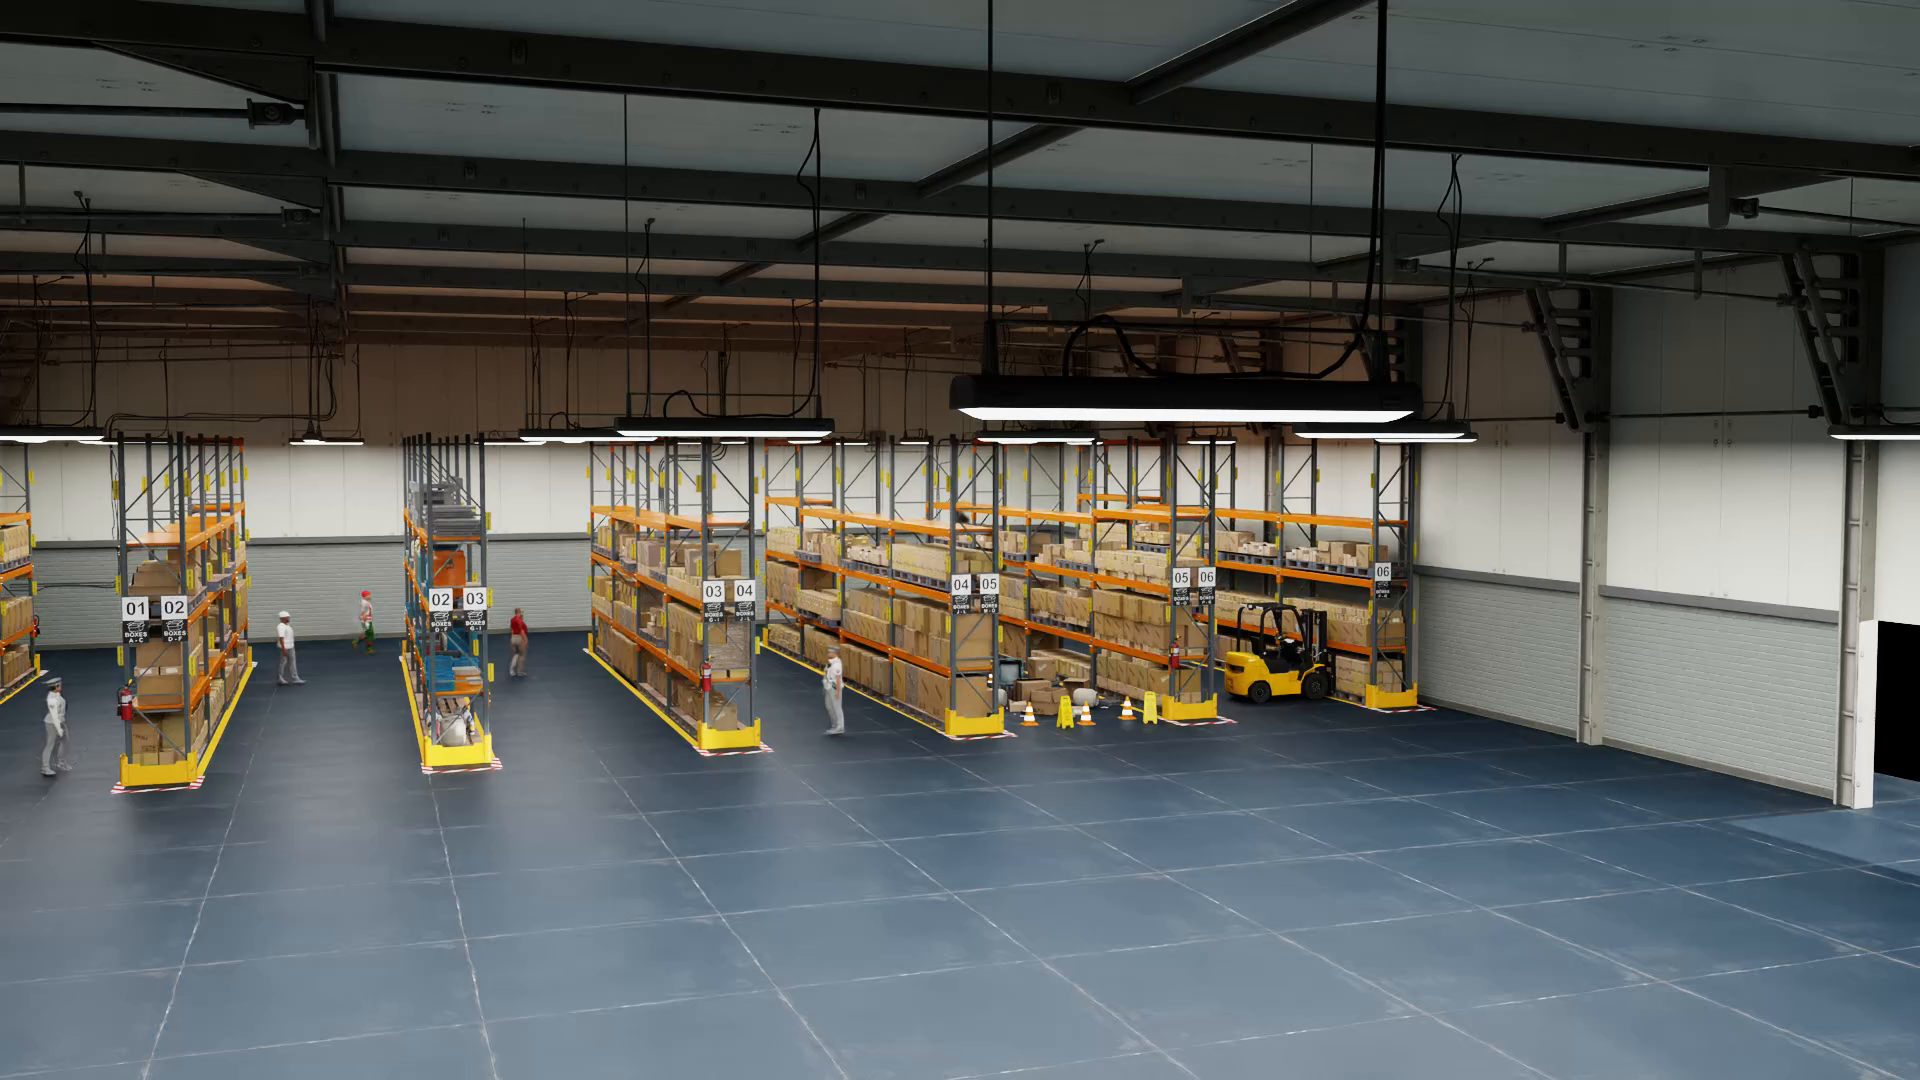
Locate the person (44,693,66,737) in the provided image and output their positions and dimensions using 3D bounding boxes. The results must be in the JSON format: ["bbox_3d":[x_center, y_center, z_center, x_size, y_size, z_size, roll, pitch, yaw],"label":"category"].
[{"bbox_3d":[-15.915,3.048,29.291,0.369,0.769,0.536,-1,3,-9],"label":"person"}]

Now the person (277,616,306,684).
[{"bbox_3d":[-16.247,2.629,40.260,0.659,1.723,0.562,1,3,11],"label":"person"}]

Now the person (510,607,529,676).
[{"bbox_3d":[-11.034,2.552,41.549,0.547,1.739,0.427,2,4,26],"label":"person"}]

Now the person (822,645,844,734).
[{"bbox_3d":[-2.557,3.006,33.327,0.403,1.805,0.483,-1,3,-24],"label":"person"}]

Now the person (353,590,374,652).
[{"bbox_3d":[-16.521,2.246,46.051,0.540,1.702,0.587,-1,3,-22],"label":"person"}]
